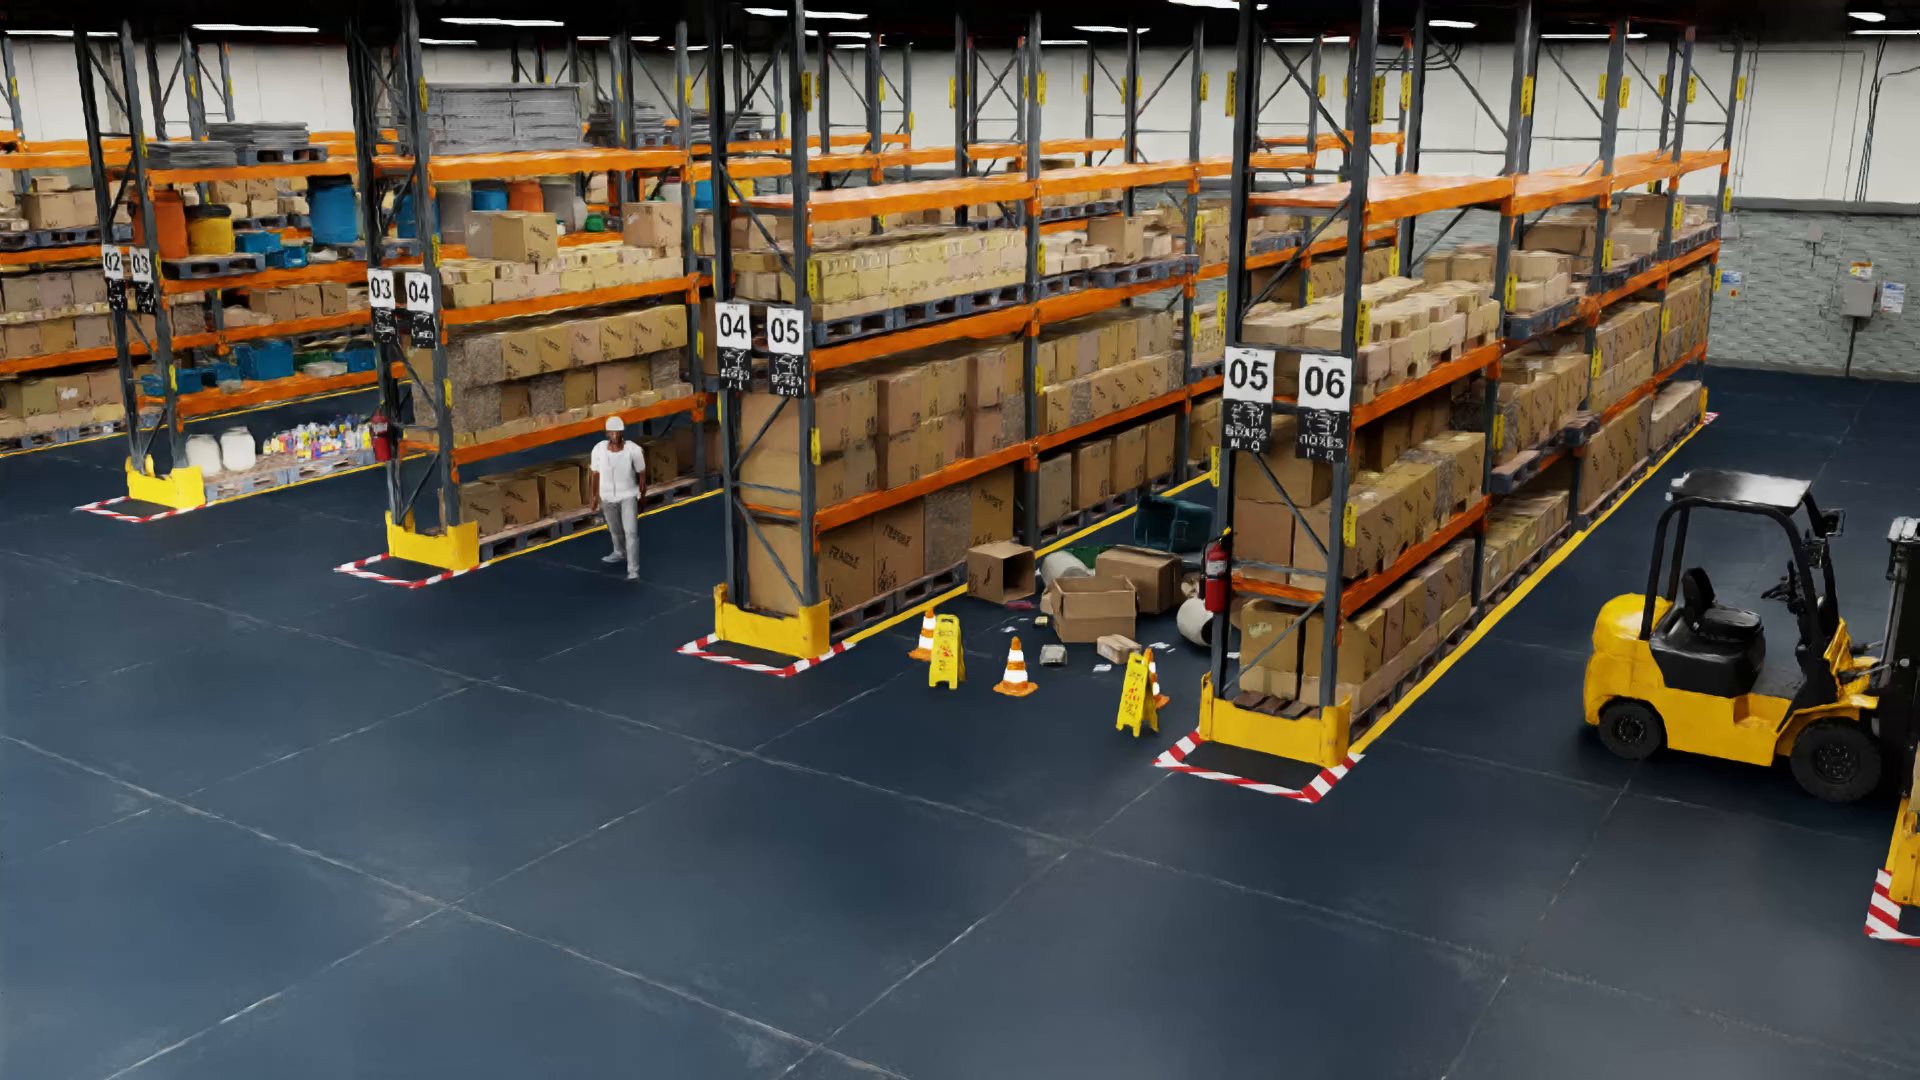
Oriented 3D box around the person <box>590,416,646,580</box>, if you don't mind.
[{"bbox_3d":[-3.639,-0.470,17.688,0.591,1.739,0.939,2,16,6],"label":"person"}]
